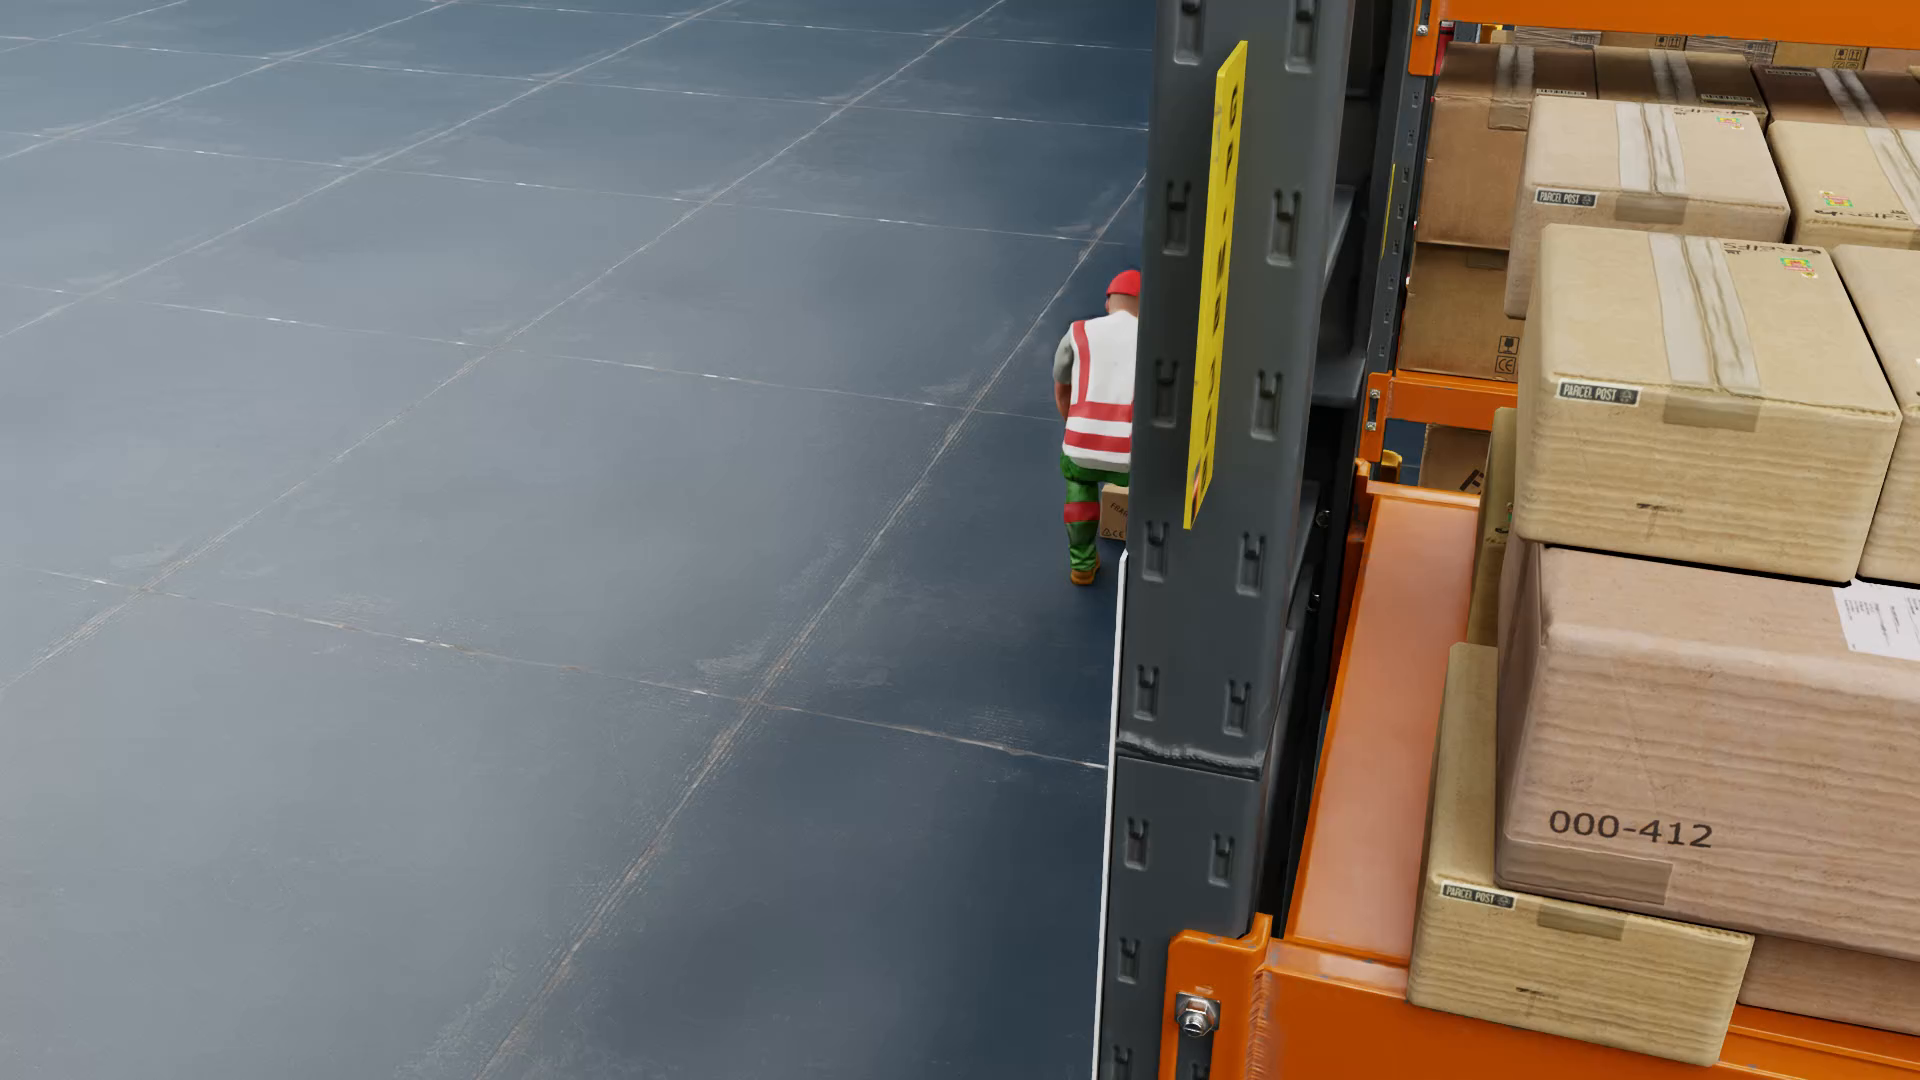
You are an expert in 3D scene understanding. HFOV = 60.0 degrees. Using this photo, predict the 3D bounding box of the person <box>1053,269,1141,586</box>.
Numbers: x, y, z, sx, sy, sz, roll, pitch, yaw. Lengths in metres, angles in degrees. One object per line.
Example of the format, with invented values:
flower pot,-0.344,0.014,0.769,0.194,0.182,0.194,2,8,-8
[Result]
person,0.673,-0.467,7.398,0.584,1.351,0.795,9,30,15
